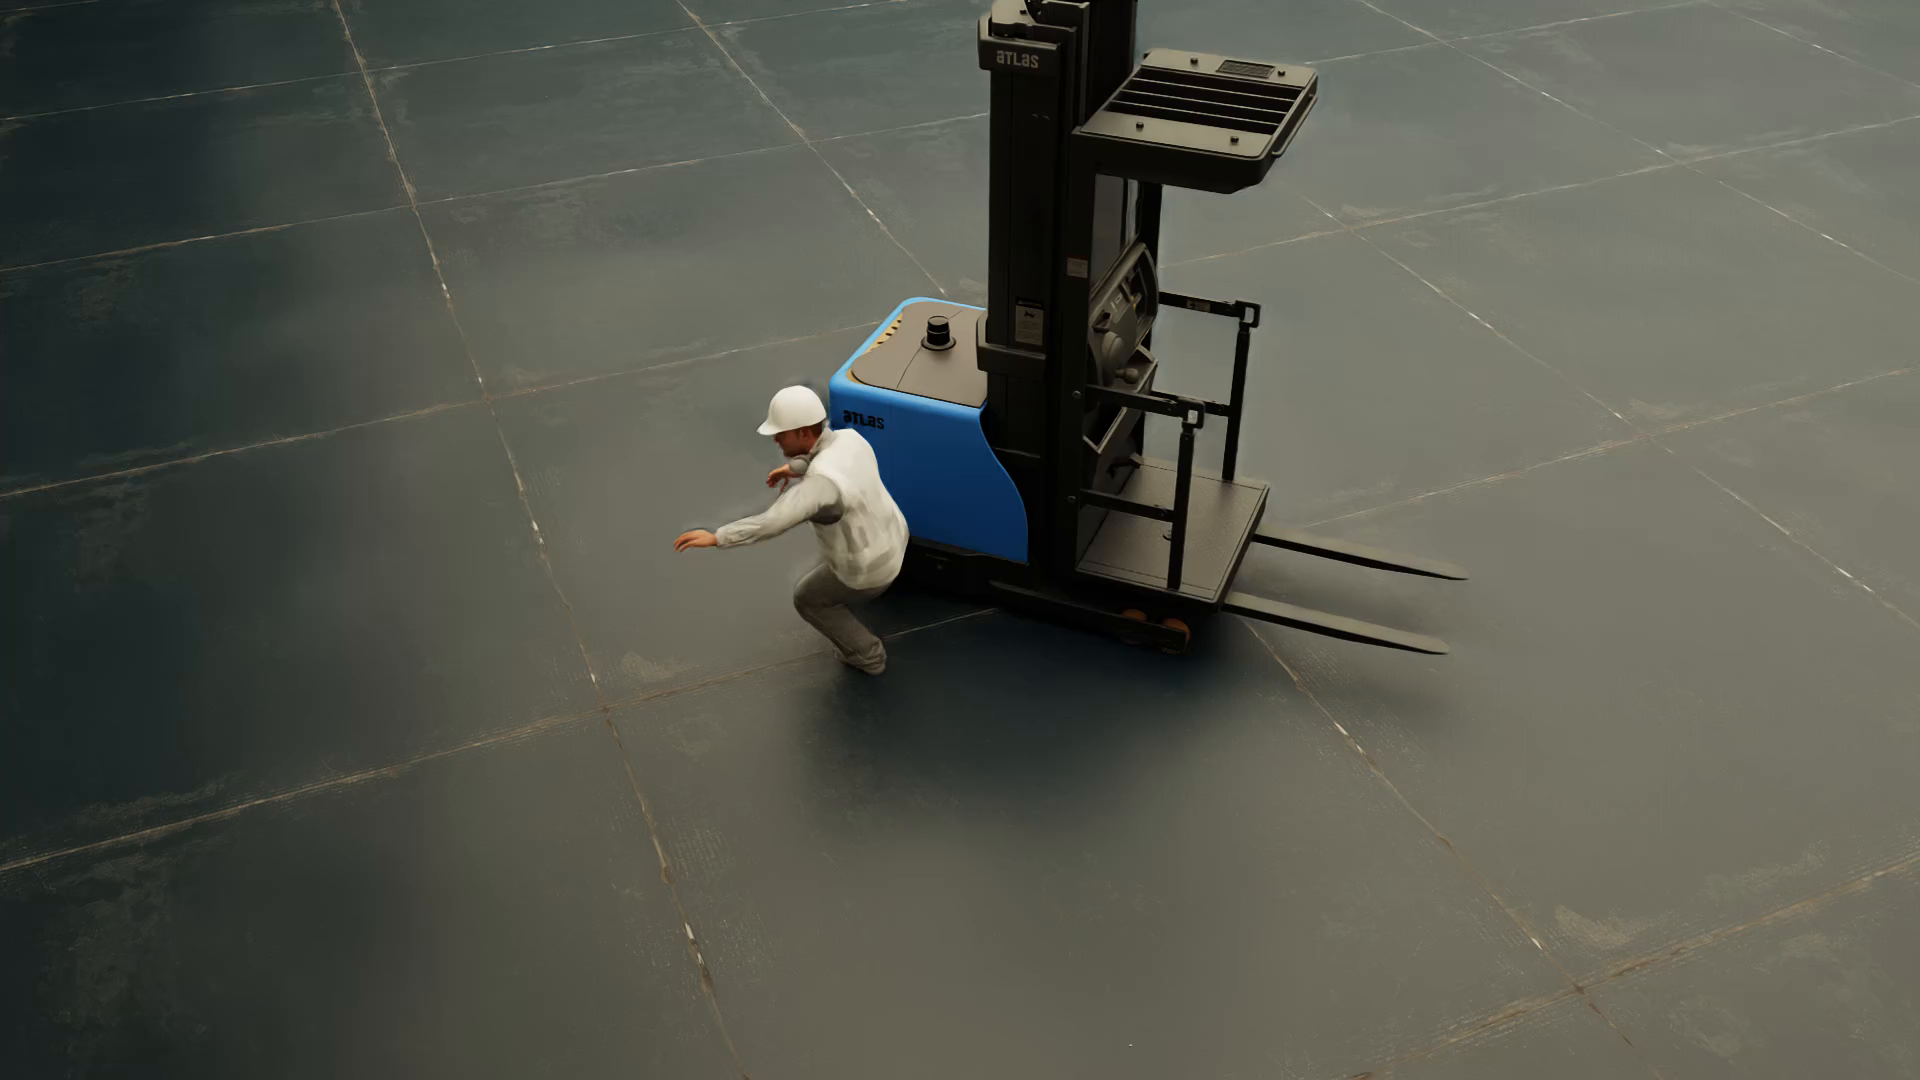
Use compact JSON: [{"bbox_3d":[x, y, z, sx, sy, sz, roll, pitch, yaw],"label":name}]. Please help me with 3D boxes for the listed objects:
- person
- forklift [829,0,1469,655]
[{"bbox_3d":[-0.625,-0.082,7.457,0.840,1.531,1.403,8,36,11],"label":"person"},{"bbox_3d":[0.930,-1.007,7.515,3.031,2.935,1.130,13,38,18],"label":"forklift"}]
